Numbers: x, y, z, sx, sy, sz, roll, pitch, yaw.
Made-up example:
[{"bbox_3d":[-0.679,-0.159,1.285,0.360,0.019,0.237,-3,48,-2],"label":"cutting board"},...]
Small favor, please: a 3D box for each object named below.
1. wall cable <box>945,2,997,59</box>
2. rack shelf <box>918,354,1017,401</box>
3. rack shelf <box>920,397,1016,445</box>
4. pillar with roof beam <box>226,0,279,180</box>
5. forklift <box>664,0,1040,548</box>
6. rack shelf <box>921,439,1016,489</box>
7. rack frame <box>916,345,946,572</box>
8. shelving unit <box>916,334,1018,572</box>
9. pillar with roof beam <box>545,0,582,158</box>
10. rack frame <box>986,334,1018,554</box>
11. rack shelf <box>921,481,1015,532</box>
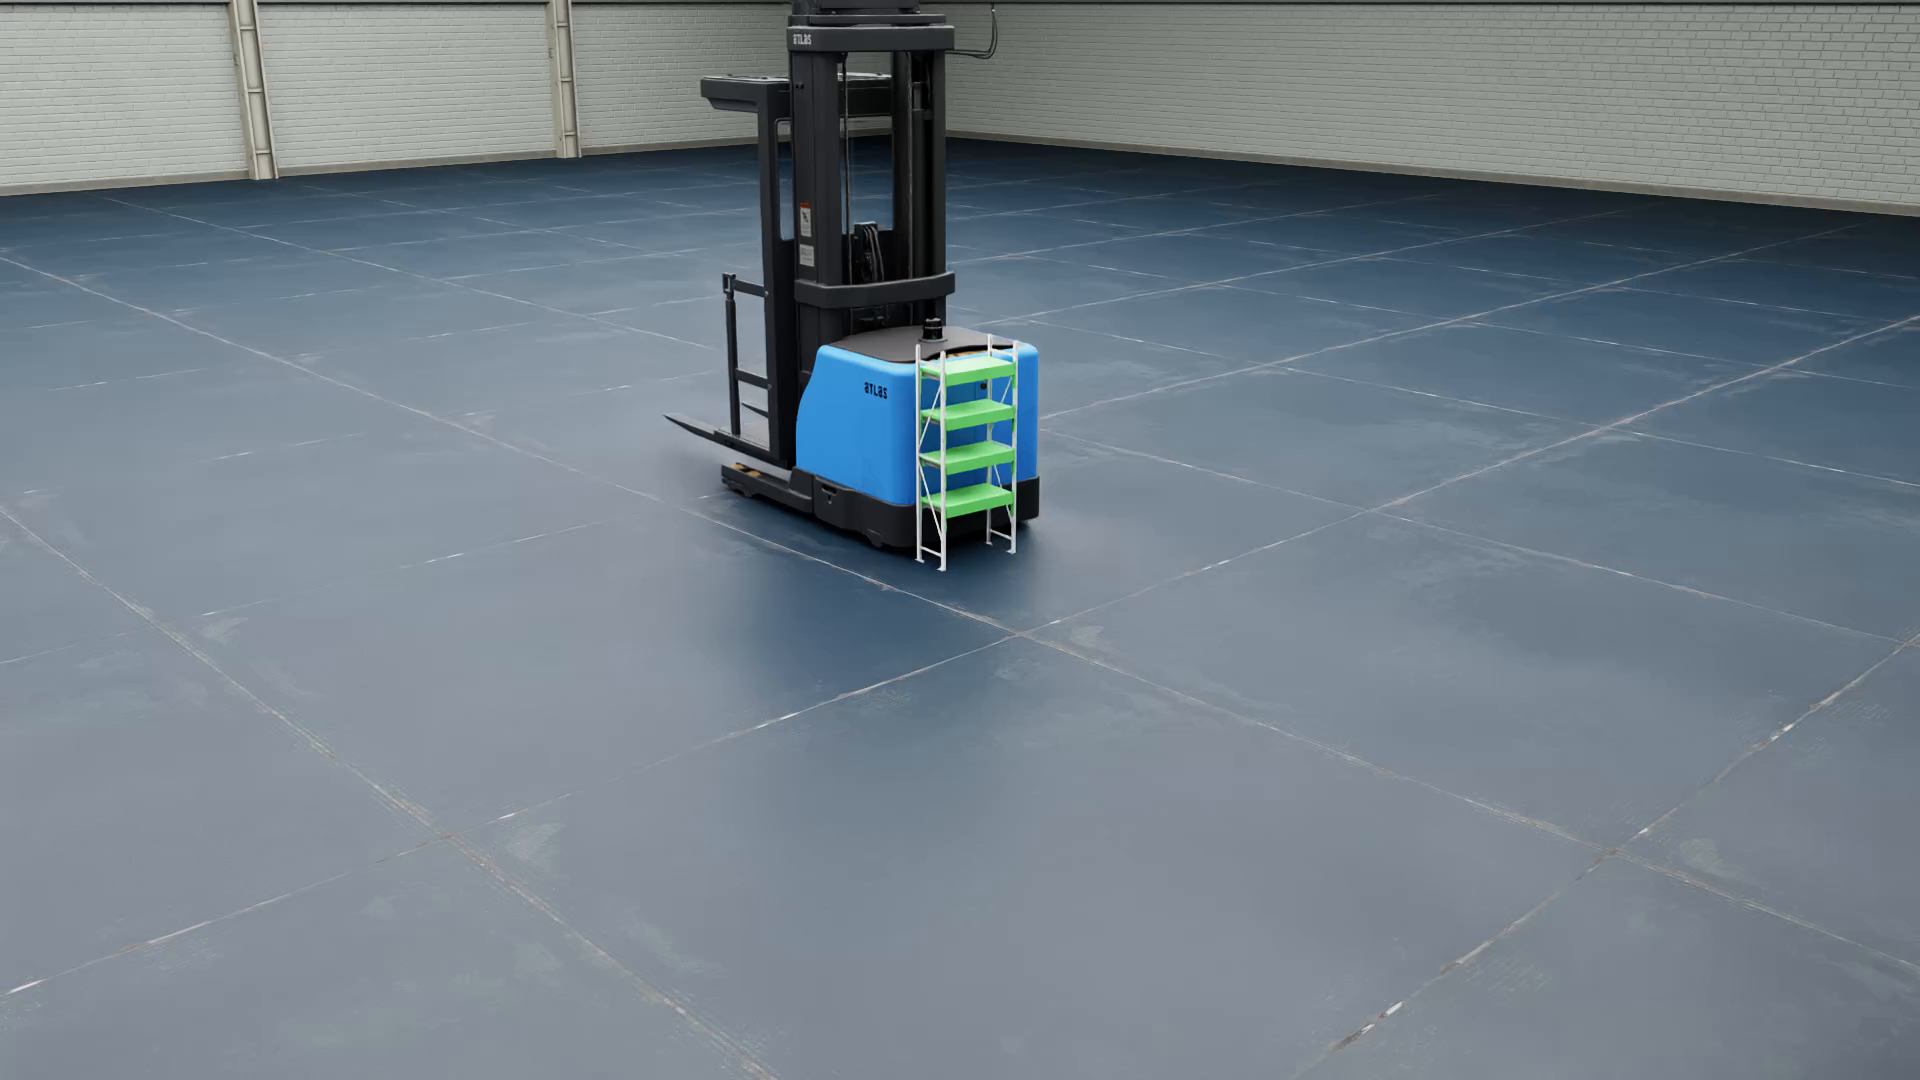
[{"bbox_3d":[-0.287,-11.936,36.742,0.112,2.526,3.097,-16,24,-41],"label":"wall cable"},{"bbox_3d":[0.037,-0.871,8.876,0.480,0.148,0.258,-14,22,-36],"label":"rack shelf"},{"bbox_3d":[0.037,-0.643,8.951,0.480,0.148,0.258,-14,22,-36],"label":"rack shelf"},{"bbox_3d":[-9.098,-9.578,24.434,0.400,9.000,9.100,-16,24,-41],"label":"pillar with roof beam"},{"bbox_3d":[-0.841,-1.738,10.094,1.130,2.935,3.031,-14,22,-36],"label":"forklift"},{"bbox_3d":[0.037,-0.415,9.025,0.480,0.148,0.258,-14,22,-36],"label":"rack shelf"},{"bbox_3d":[-0.156,-0.429,8.863,0.015,1.200,0.240,-14,22,-36],"label":"rack frame"},{"bbox_3d":[0.037,-0.476,9.005,0.503,1.200,0.258,-14,22,-36],"label":"shelving unit"},{"bbox_3d":[-4.738,-10.849,28.355,0.400,9.000,9.100,-16,24,-41],"label":"pillar with roof beam"},{"bbox_3d":[0.229,-0.522,9.148,0.015,1.200,0.240,-14,22,-36],"label":"rack frame"},{"bbox_3d":[0.036,-0.187,9.100,0.480,0.148,0.258,-14,22,-36],"label":"rack shelf"}]
